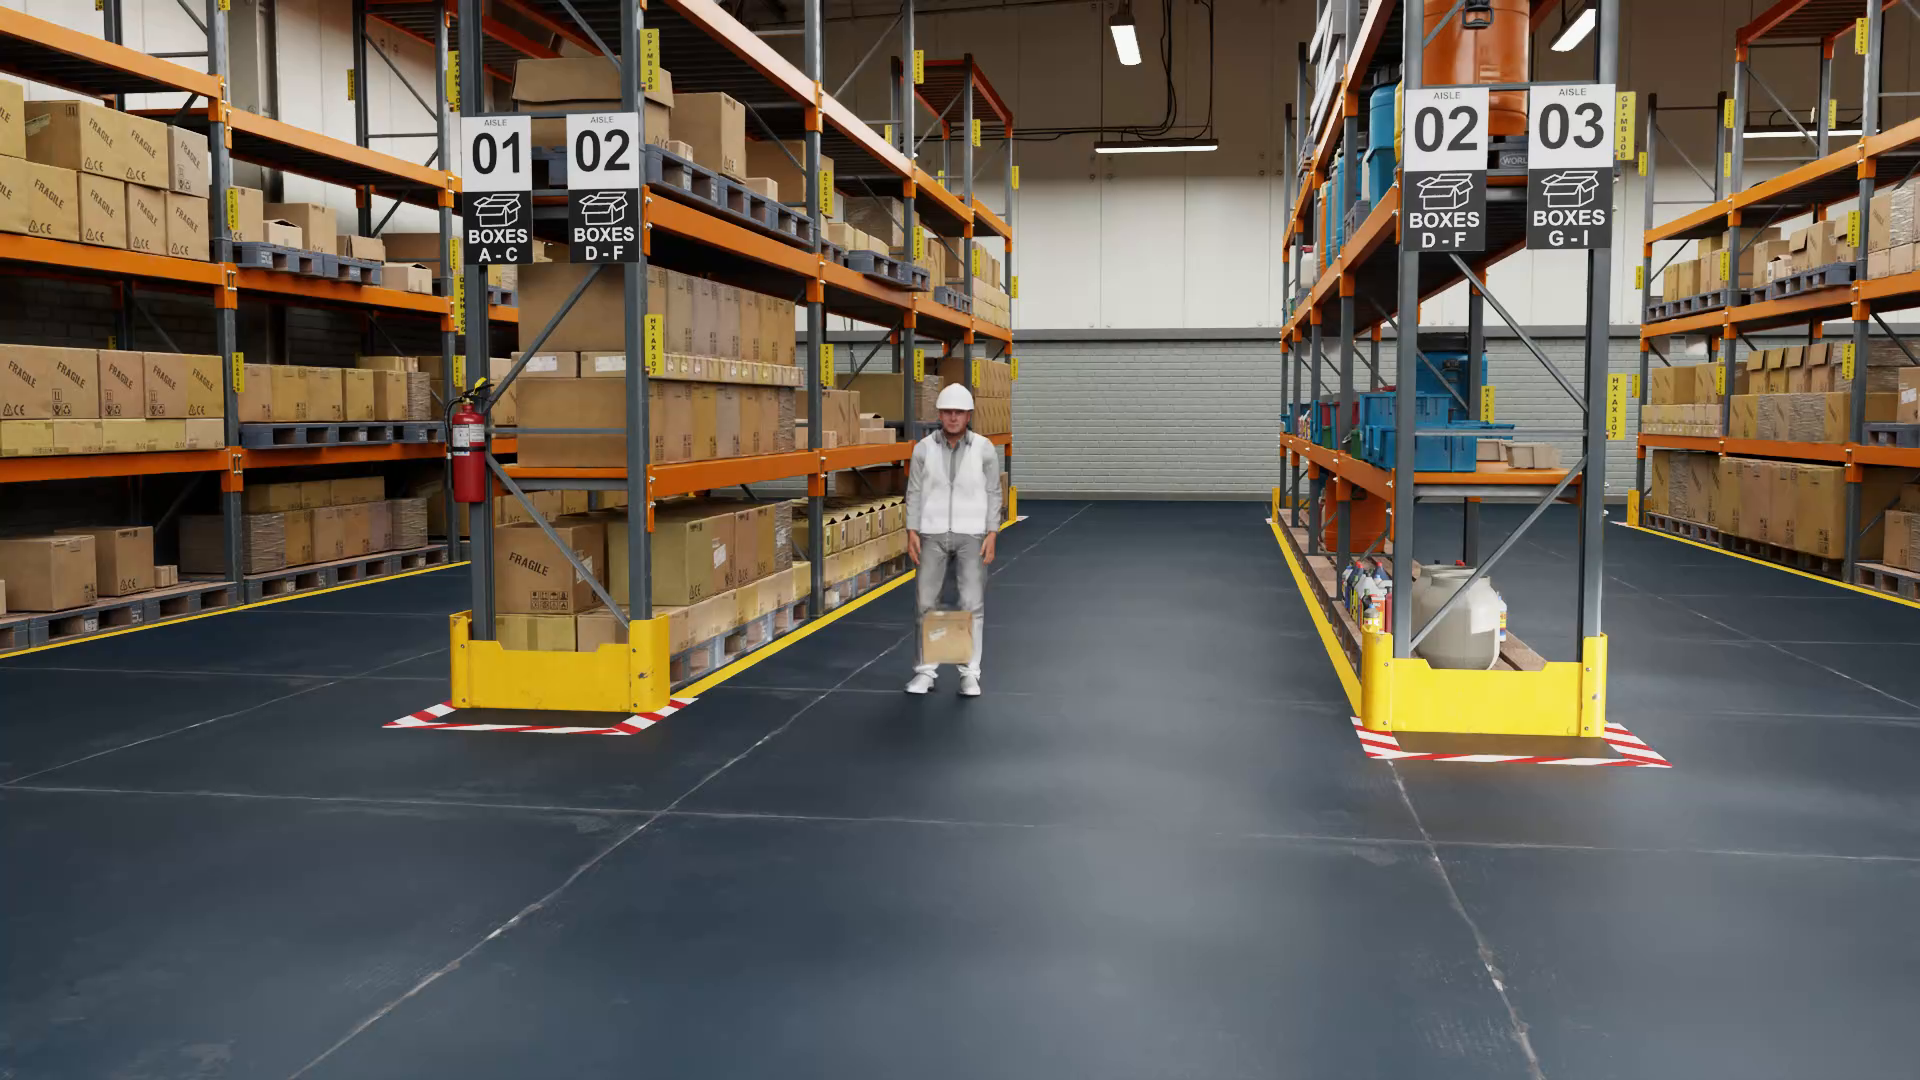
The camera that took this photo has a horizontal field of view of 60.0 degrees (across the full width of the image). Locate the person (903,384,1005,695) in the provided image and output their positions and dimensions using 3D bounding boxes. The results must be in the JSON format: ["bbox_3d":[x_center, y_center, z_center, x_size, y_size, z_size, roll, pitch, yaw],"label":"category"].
[{"bbox_3d":[-0.036,-0.008,9.560,0.582,1.771,0.466,1,4,8],"label":"person"}]
